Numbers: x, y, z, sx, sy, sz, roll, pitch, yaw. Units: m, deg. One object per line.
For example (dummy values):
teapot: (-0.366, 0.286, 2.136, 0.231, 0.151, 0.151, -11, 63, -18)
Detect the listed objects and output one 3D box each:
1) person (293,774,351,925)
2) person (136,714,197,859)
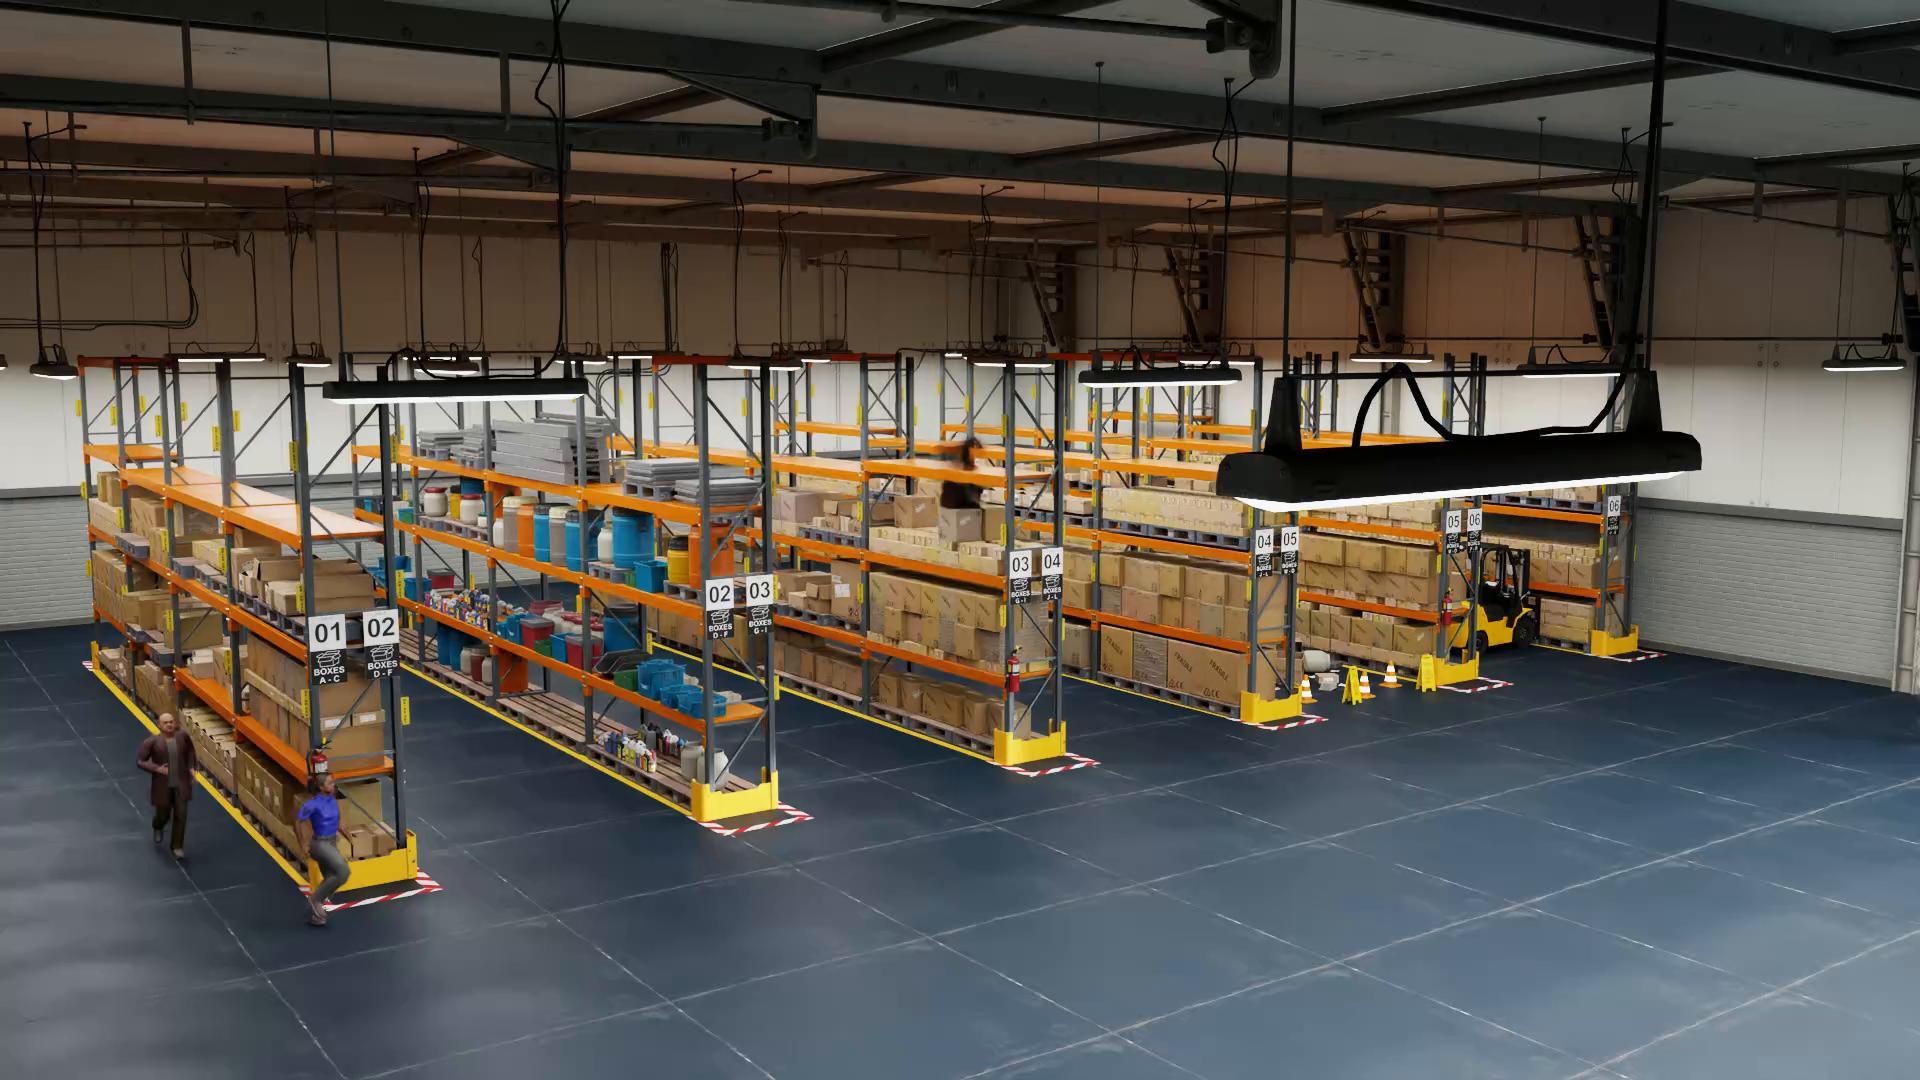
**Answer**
person: (-6.865, 3.349, 18.119, 0.561, 1.585, 0.595, 1, 7, 6)
person: (-9.726, 2.986, 20.436, 0.710, 1.746, 0.833, -6, 9, -40)
